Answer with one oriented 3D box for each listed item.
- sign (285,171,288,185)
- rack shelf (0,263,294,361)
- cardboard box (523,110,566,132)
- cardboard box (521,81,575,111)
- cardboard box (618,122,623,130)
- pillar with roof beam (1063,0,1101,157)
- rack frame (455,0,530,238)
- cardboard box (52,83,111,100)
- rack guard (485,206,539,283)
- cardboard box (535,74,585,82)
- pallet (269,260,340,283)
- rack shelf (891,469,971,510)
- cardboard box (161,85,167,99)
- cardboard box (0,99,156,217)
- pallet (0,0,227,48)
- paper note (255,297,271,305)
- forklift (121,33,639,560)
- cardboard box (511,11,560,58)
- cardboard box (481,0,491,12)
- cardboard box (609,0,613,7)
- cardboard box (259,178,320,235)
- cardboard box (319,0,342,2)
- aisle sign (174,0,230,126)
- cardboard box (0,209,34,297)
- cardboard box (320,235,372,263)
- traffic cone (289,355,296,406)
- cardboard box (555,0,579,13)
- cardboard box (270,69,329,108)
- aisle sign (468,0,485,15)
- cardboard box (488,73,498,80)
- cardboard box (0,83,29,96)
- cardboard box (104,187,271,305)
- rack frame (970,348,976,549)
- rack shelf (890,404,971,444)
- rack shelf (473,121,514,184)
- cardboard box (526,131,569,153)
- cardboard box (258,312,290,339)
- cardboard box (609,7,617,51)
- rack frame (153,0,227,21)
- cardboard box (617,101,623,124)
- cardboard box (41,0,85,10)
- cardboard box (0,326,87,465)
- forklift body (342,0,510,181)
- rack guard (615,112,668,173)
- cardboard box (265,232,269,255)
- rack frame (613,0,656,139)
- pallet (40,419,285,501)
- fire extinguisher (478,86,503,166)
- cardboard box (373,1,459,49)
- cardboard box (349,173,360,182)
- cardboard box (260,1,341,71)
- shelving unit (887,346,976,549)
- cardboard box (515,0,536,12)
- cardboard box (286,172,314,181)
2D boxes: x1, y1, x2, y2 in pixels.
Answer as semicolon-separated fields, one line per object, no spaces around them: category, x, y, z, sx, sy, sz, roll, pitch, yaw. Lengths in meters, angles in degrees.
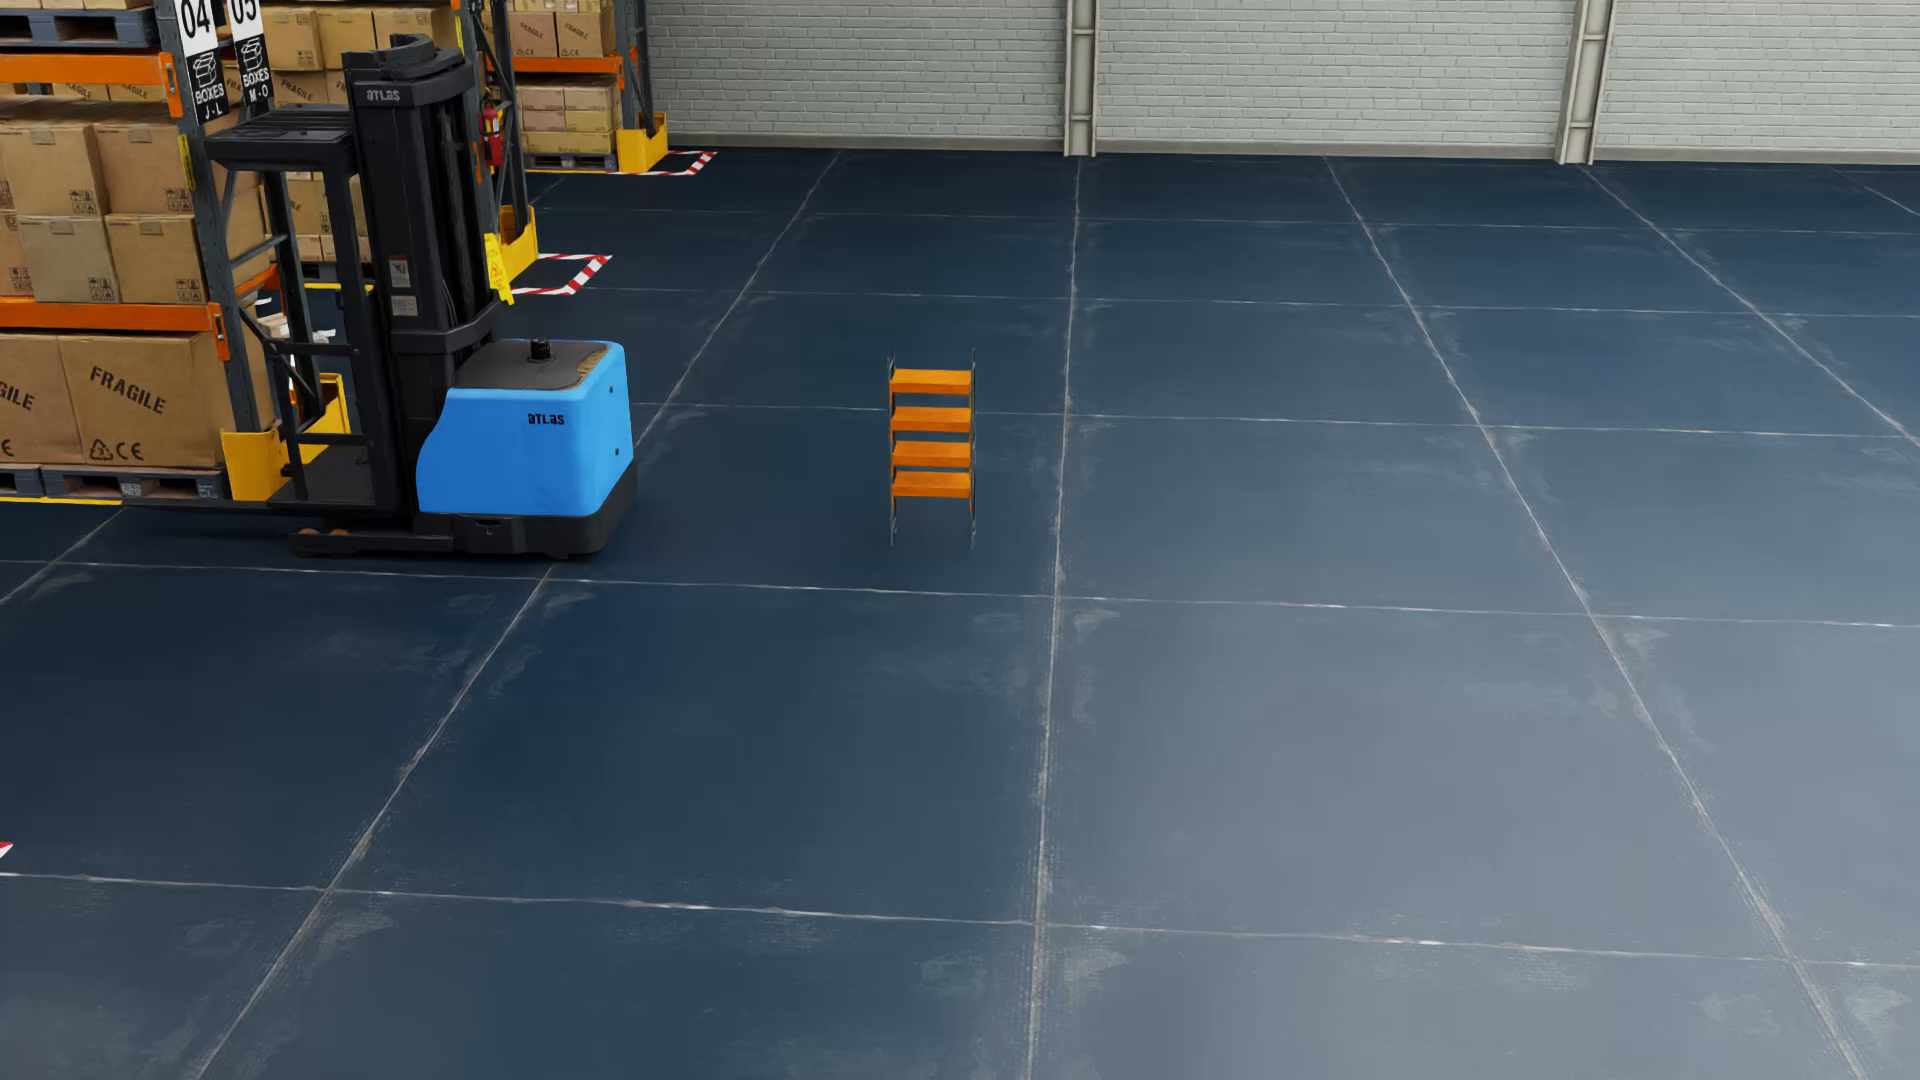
sign;-4.474;-2.488;10.939;0.005;0.325;0.100;2;25;4
rack shelf;-6.517;-1.565;10.924;4.000;0.370;1.077;2;25;4
cardboard box;-4.876;-5.038;19.799;0.500;0.250;0.500;2;25;3
cardboard box;-4.861;-5.258;19.679;0.500;0.250;0.500;2;25;5
cardboard box;-4.343;-5.002;20.320;0.500;0.250;0.500;2;25;4
pillar with roof beam;1.160;-7.100;14.915;0.400;9.000;9.100;2;25;4
rack frame;-4.244;-3.894;15.125;0.127;3.000;1.000;2;25;4
cardboard box;-7.815;-4.073;15.037;0.500;0.500;0.500;2;25;4
rack guard;-4.320;-2.761;15.653;0.348;0.500;1.175;2;25;4
cardboard box;-4.831;-5.468;20.136;0.500;0.250;0.500;2;25;4
pallet;-6.340;-2.711;15.889;1.213;0.211;1.003;2;25;4
rack shelf;-0.165;-0.309;10.122;0.480;0.148;0.258;2;25;4
cardboard box;-6.813;-4.045;14.977;0.500;0.500;0.500;2;25;4
cardboard box;-5.445;-2.394;10.393;0.550;0.550;0.875;2;25;4
pallet;-5.263;-3.170;10.068;1.213;0.211;1.003;2;25;4
paper note;-6.236;-2.134;14.851;0.148;0.019;0.142;-7;26;-14
forklift;-3.620;-1.445;9.885;3.031;2.935;1.130;2;25;4
cardboard box;-4.895;-5.936;19.441;0.500;0.500;0.500;3;25;6
cardboard box;-5.516;-6.229;19.302;0.250;0.149;0.380;2;25;4
cardboard box;-4.186;-6.422;19.723;0.250;0.149;0.380;1;25;3
cardboard box;-6.086;-3.128;15.350;0.500;0.500;0.500;1;25;3
cardboard box;-7.300;-6.304;19.466;0.250;0.149;0.380;2;25;5
aisle sign;-4.475;-2.882;9.814;0.004;0.787;0.394;2;25;4
cardboard box;-5.995;-1.968;10.759;0.550;0.550;0.875;2;25;4
cardboard box;-5.587;-2.770;15.468;0.500;0.250;0.500;2;25;4
traffic cone;-4.943;-1.284;12.488;0.334;0.463;0.336;2;25;4
cardboard box;-4.492;-6.194;19.226;0.250;0.149;0.380;2;25;5
cardboard box;-5.804;-4.013;14.907;0.500;0.500;0.500;2;25;4
aisle sign;-4.205;-4.953;14.315;0.004;0.787;0.394;2;25;4
cardboard box;-5.839;-5.508;20.222;0.500;0.250;0.500;1;25;3
cardboard box;-8.711;-4.313;15.057;0.500;0.500;0.500;1;25;3
cardboard box;-4.896;-1.889;10.588;0.550;0.550;0.875;2;25;4
rack frame;0.078;-0.543;9.994;0.015;1.200;0.240;2;25;4
rack shelf;-0.165;-0.692;9.945;0.480;0.148;0.258;2;25;4
rack shelf;-6.238;-3.632;15.415;4.000;0.370;1.077;2;25;4
cardboard box;-4.856;-4.808;19.898;0.500;0.250;0.500;2;25;4
cardboard box;-5.705;-1.799;13.982;0.250;0.149;0.380;16;29;31
cardboard box;-4.341;-6.140;19.886;0.500;0.500;0.500;3;25;6
rack frame;-4.522;-4.553;9.380;0.127;3.000;1.000;2;25;4
cardboard box;-4.321;-5.234;20.225;0.500;0.250;0.500;2;25;5
cardboard box;-5.131;-3.191;9.686;0.250;0.149;0.380;2;25;4
cardboard box;-6.081;-1.075;11.037;0.875;0.875;0.875;1;25;3
forklift body;-5.898;-4.878;18.278;1.214;2.155;2.313;2;25;4
rack guard;-3.844;-4.827;20.142;0.348;0.500;1.175;2;25;4
cardboard box;-6.603;-2.804;15.543;0.500;0.250;0.500;2;25;3
rack frame;-3.868;-5.963;19.621;0.127;3.000;1.000;2;25;4
pallet;-5.326;-0.554;11.202;1.213;0.211;1.003;2;25;4
fire extinguisher;-4.165;-3.664;14.716;0.183;0.674;0.296;2;25;4
cardboard box;-4.770;-4.455;14.671;0.500;0.500;0.700;1;25;3
cardboard box;-5.434;-3.372;15.104;0.250;0.149;0.380;3;25;6
cardboard box;-5.791;-4.447;14.655;0.500;0.500;0.700;2;25;3
shelving unit;-0.165;-0.550;10.011;0.503;1.200;0.258;2;25;4
cardboard box;-4.993;-6.240;19.327;0.250;0.149;0.380;2;25;4
cardboard box;-5.947;-3.391;15.144;0.250;0.149;0.380;3;25;6
